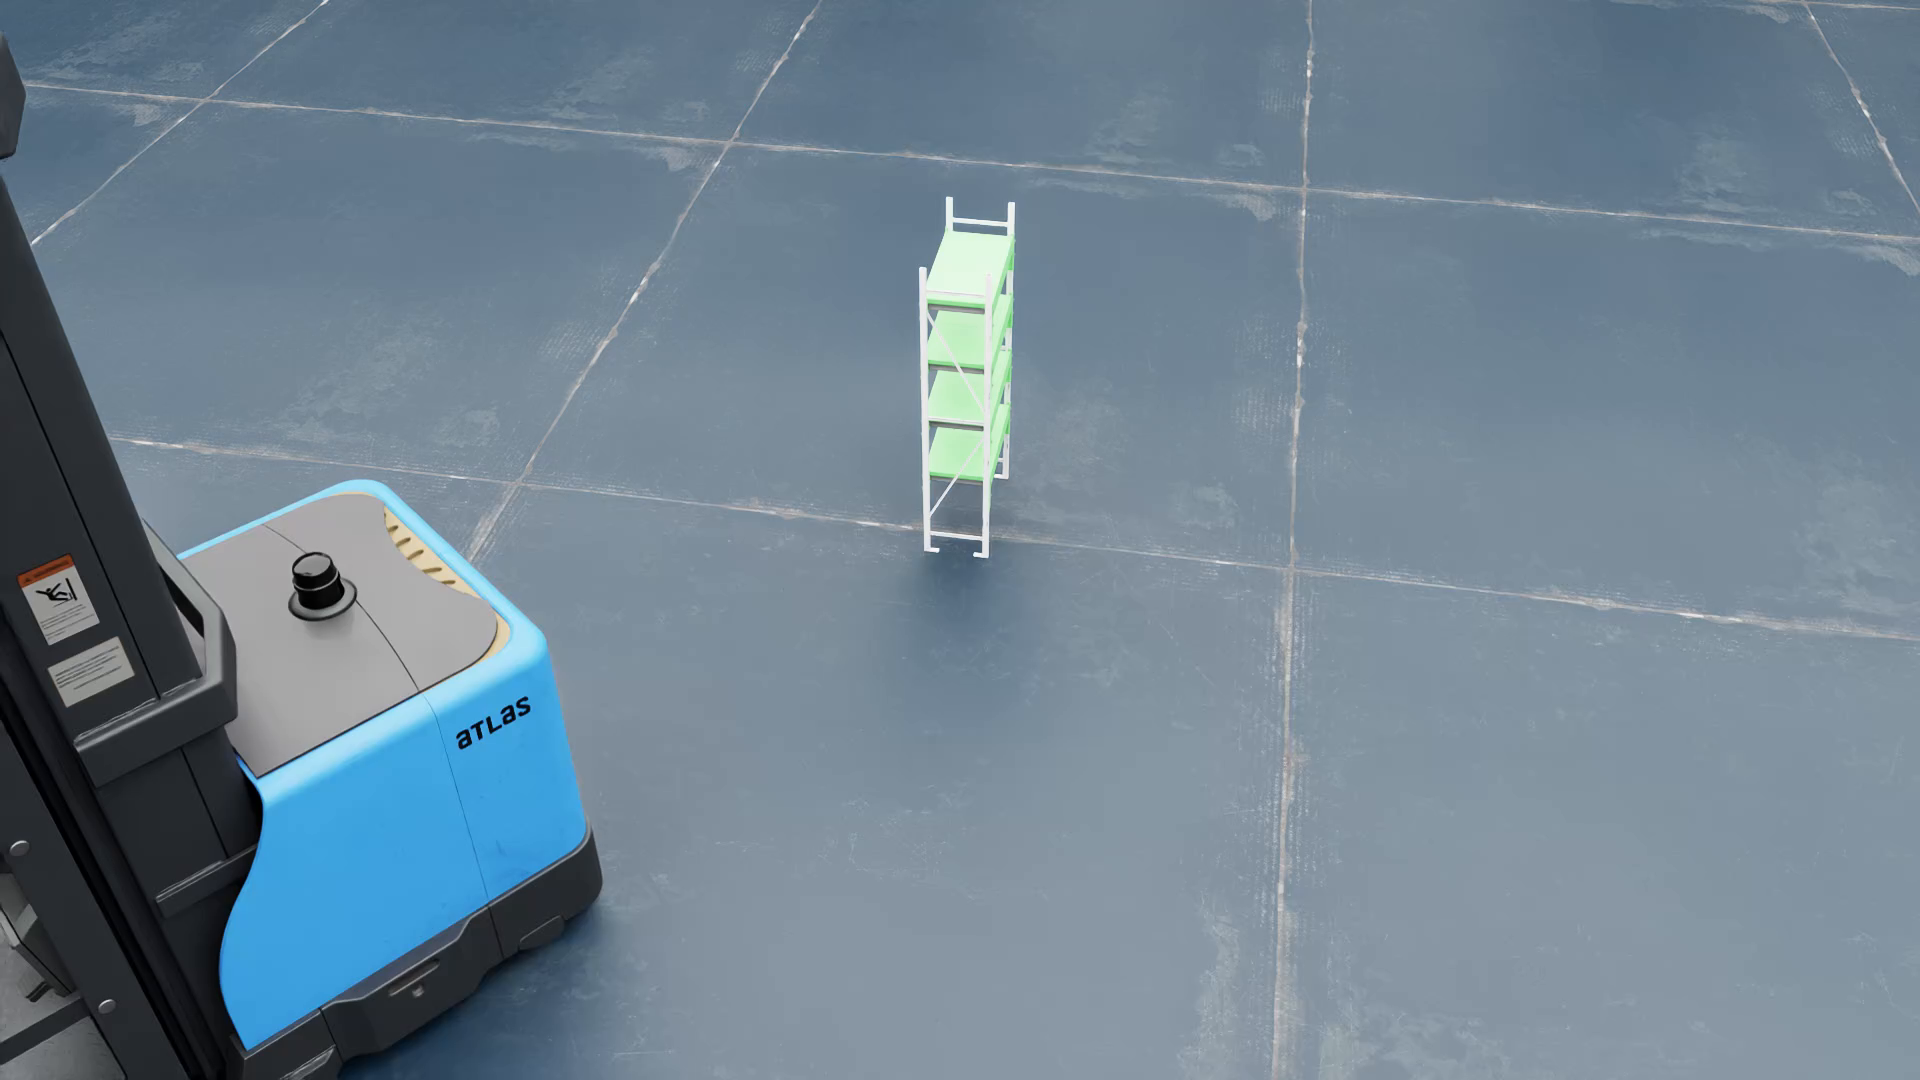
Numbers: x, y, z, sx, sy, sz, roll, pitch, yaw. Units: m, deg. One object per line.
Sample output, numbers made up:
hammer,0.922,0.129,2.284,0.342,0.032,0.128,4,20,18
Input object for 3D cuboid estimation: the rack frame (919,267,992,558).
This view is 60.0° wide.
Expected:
rack frame,-0.014,-0.413,5.808,0.240,1.200,0.015,6,40,8

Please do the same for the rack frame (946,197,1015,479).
rack frame,0.071,-0.719,6.179,0.240,1.200,0.015,6,40,8

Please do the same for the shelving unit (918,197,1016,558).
shelving unit,0.029,-0.566,5.993,0.258,1.200,0.503,6,40,8

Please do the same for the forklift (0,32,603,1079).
forklift,-2.480,0.357,3.518,3.031,2.935,1.130,-30,48,-31

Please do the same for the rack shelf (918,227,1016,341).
rack shelf,0.029,-0.887,5.728,0.258,0.148,0.480,6,40,8

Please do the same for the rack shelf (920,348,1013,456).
rack shelf,0.029,-0.517,6.034,0.258,0.148,0.480,6,40,8

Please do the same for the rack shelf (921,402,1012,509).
rack shelf,0.029,-0.332,6.187,0.258,0.148,0.480,6,40,8

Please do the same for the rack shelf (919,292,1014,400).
rack shelf,0.029,-0.702,5.881,0.258,0.148,0.480,6,40,8
